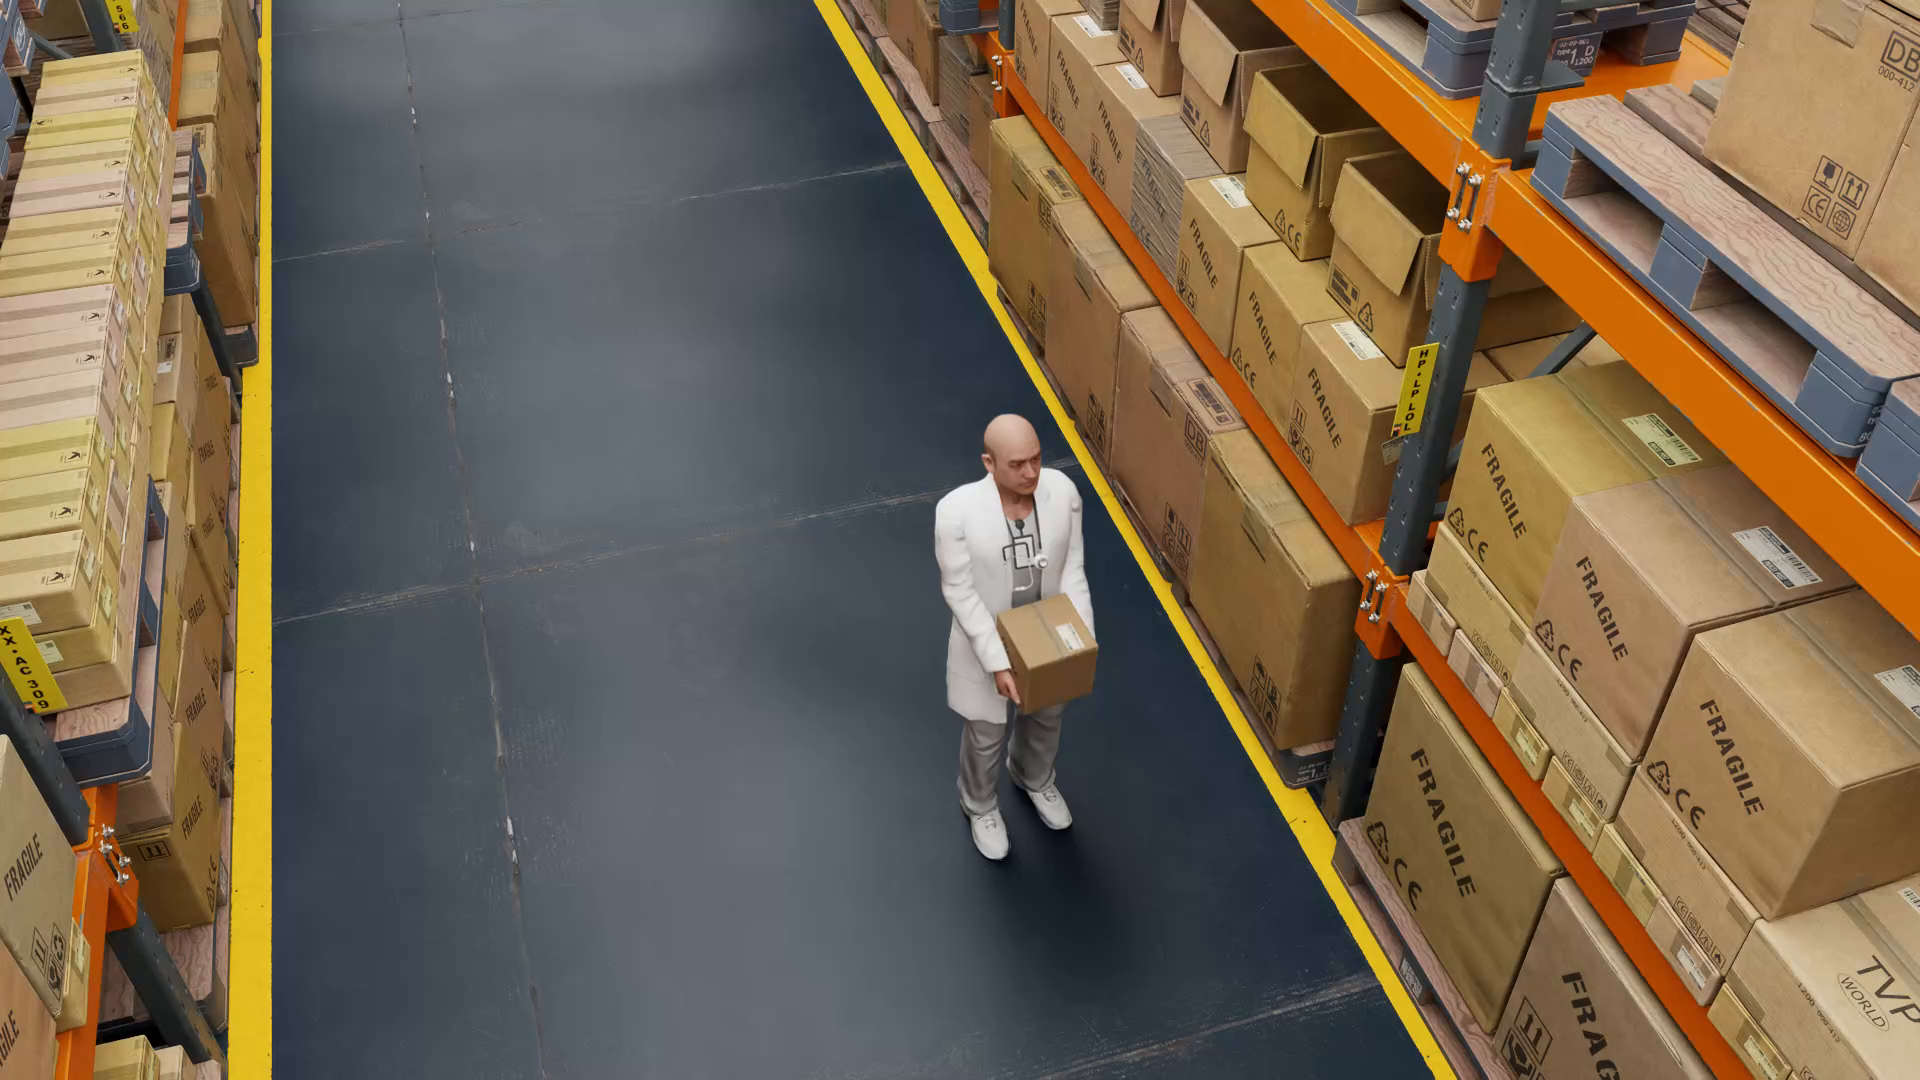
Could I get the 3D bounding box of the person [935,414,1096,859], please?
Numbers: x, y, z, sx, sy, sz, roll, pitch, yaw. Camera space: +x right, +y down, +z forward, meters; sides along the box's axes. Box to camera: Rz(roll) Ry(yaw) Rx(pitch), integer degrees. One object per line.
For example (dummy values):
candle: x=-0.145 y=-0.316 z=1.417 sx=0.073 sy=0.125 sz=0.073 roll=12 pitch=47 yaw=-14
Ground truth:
person: x=0.218 y=0.393 z=5.730 sx=0.528 sy=1.773 sz=0.554 roll=-16 pitch=44 yaw=-17
